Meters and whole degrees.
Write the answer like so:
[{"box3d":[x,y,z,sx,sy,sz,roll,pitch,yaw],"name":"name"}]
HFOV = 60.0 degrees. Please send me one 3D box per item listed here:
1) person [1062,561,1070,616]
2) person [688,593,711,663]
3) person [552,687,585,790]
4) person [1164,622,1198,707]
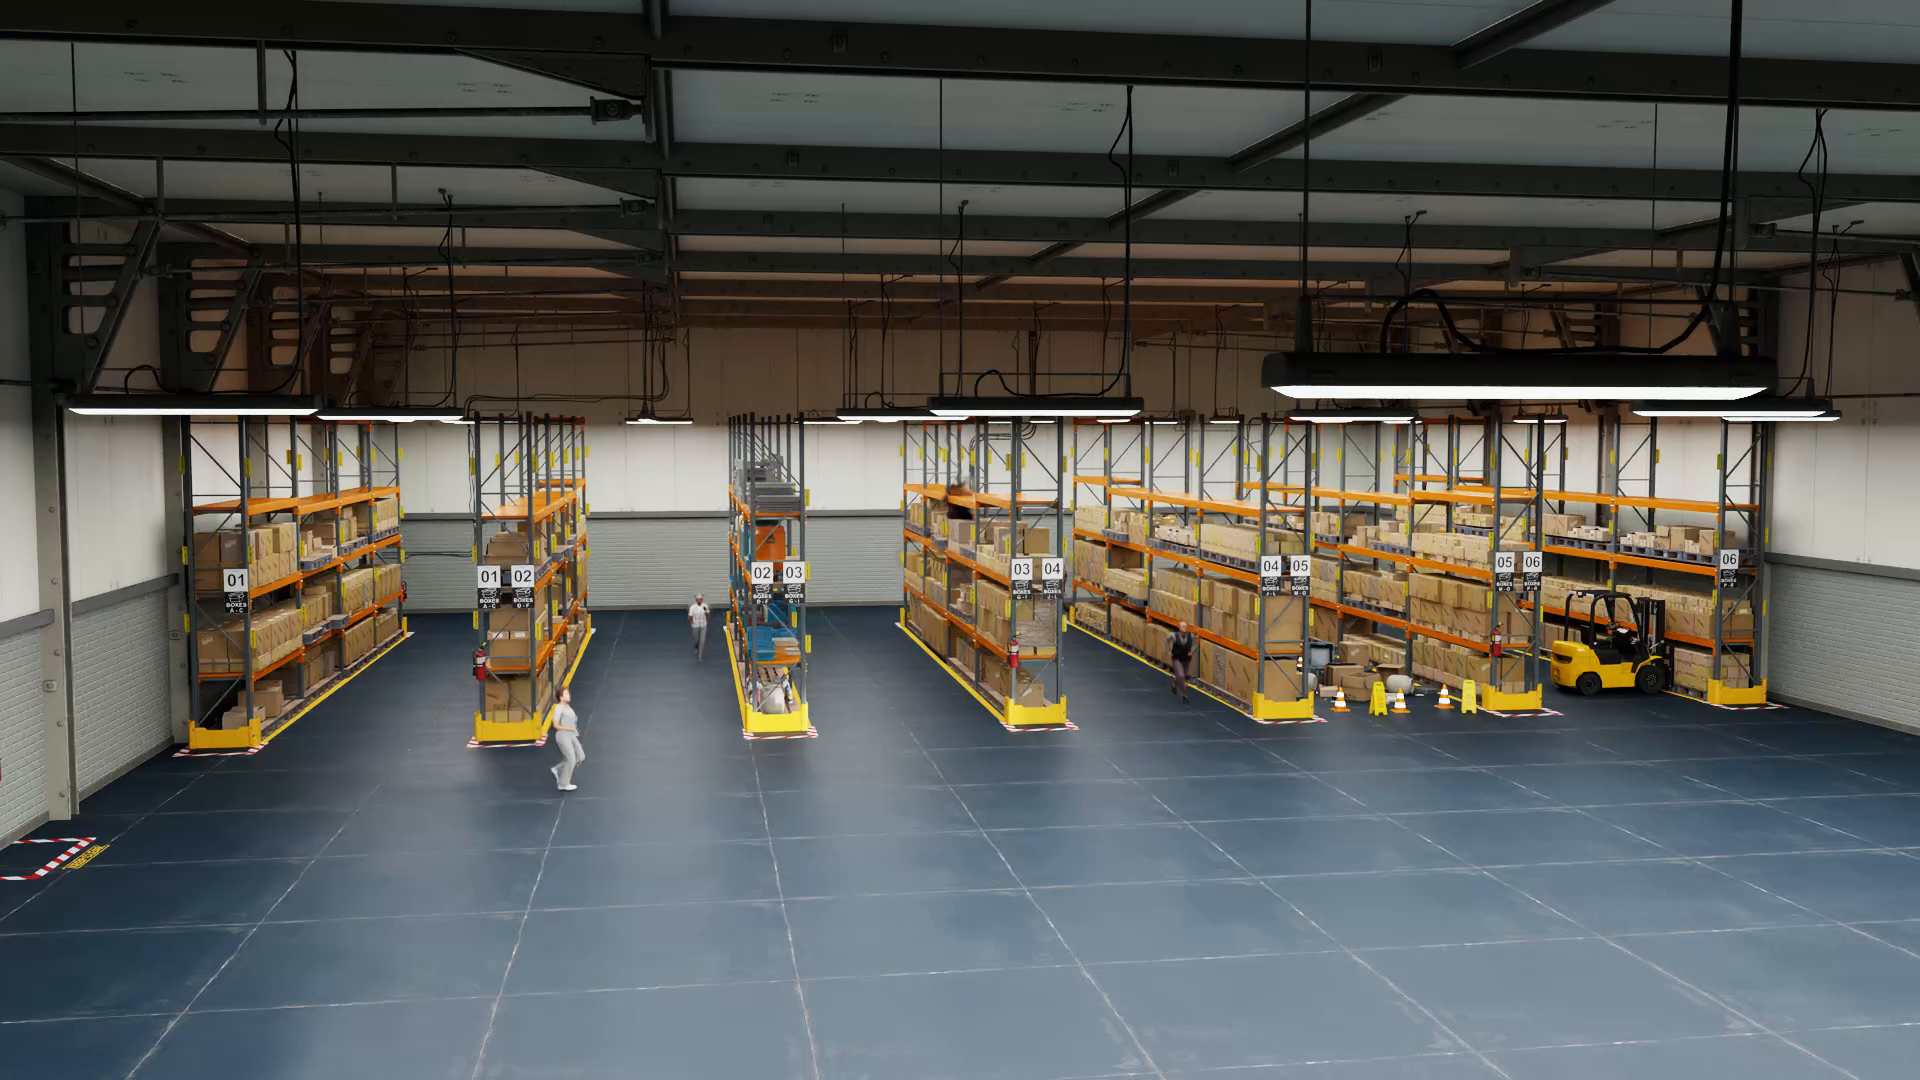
[{"box3d":[2.952,1.494,49.481,0.893,1.765,0.751,0,4,-7],"name":"person"},{"box3d":[-6.386,2.132,40.734,0.555,1.691,0.791,-1,4,-13],"name":"person"},{"box3d":[-6.194,3.128,26.191,0.577,1.615,0.560,1,4,11],"name":"person"},{"box3d":[4.585,2.530,34.573,0.663,1.723,1.092,-1,4,-14],"name":"person"}]
